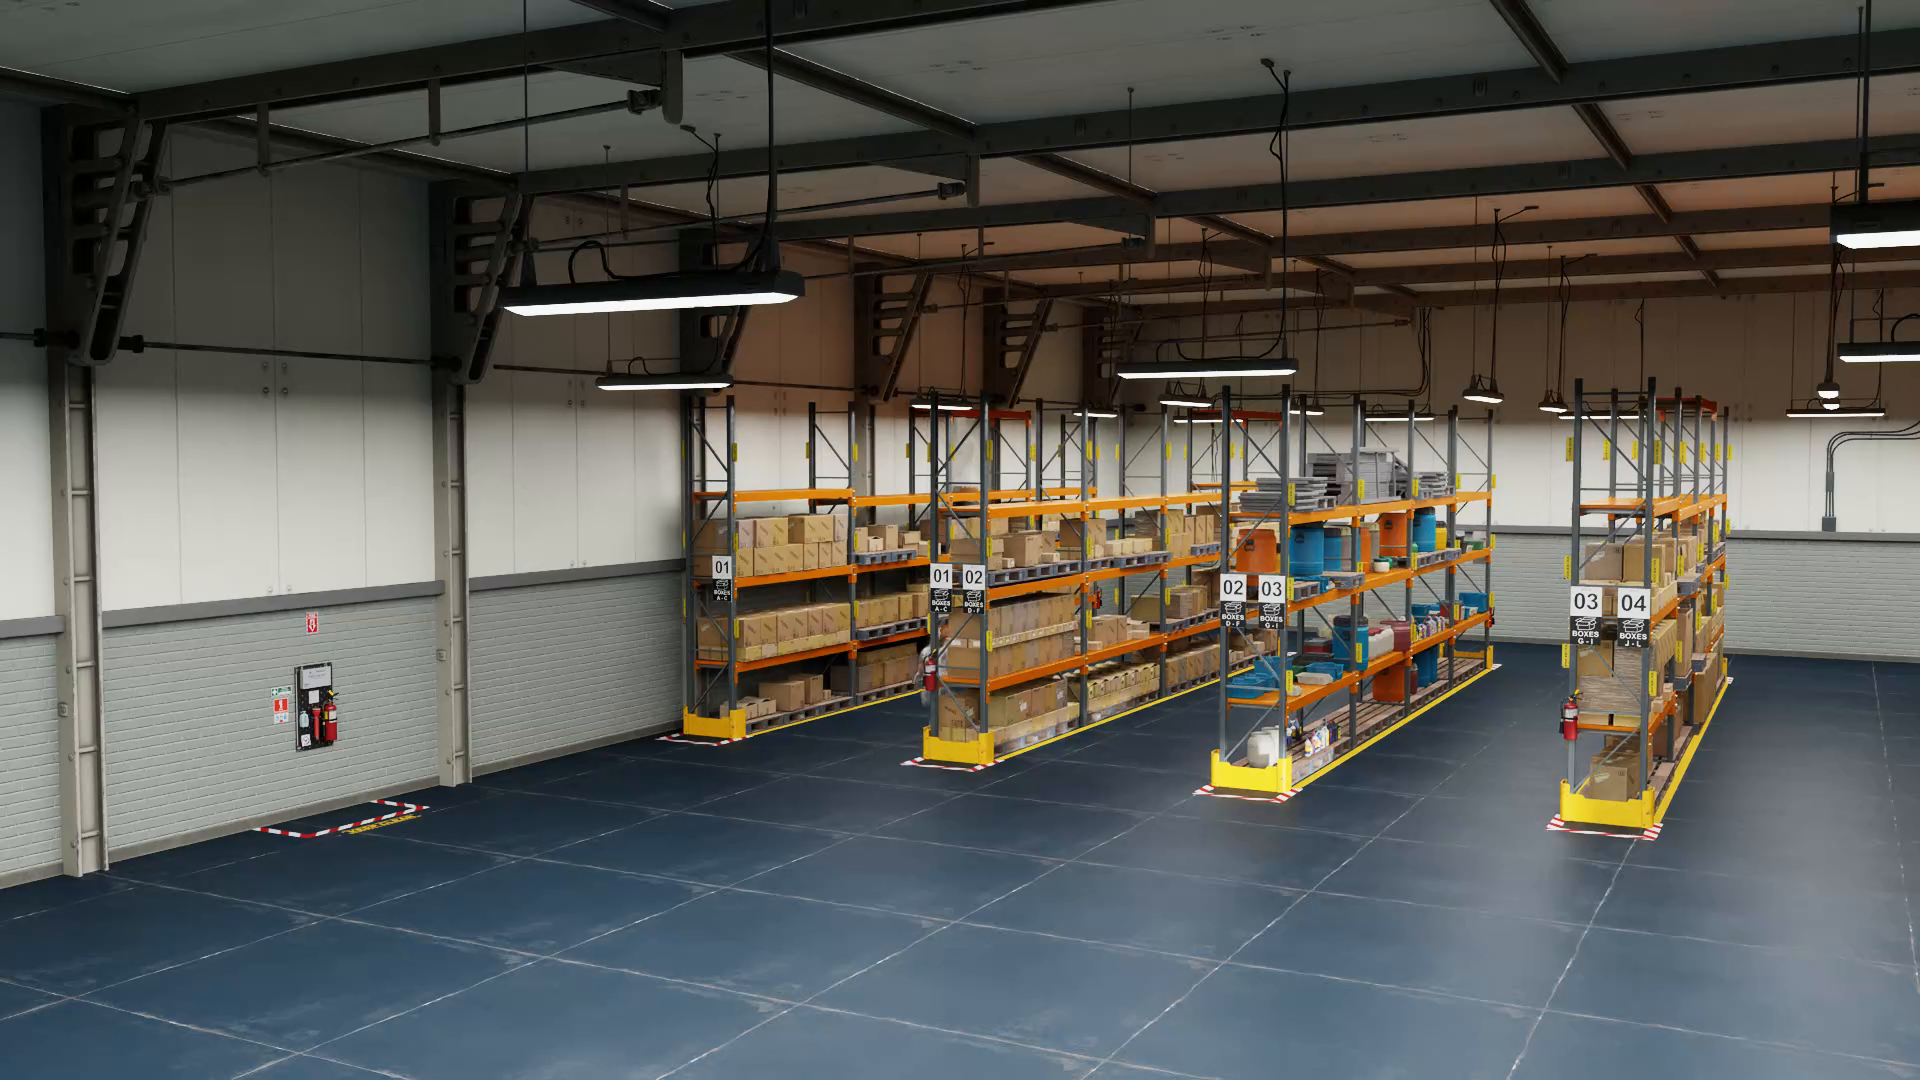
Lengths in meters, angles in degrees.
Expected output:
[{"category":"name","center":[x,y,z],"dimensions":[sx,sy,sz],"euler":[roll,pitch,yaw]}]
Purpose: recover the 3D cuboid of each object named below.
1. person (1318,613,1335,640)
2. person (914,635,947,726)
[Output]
[{"category":"person","center":[7.799,2.351,34.978],"dimensions":[0.593,1.639,0.901],"euler":[2,3,29]},{"category":"person","center":[-0.450,2.556,30.250],"dimensions":[0.690,1.748,0.597],"euler":[1,3,23]}]
